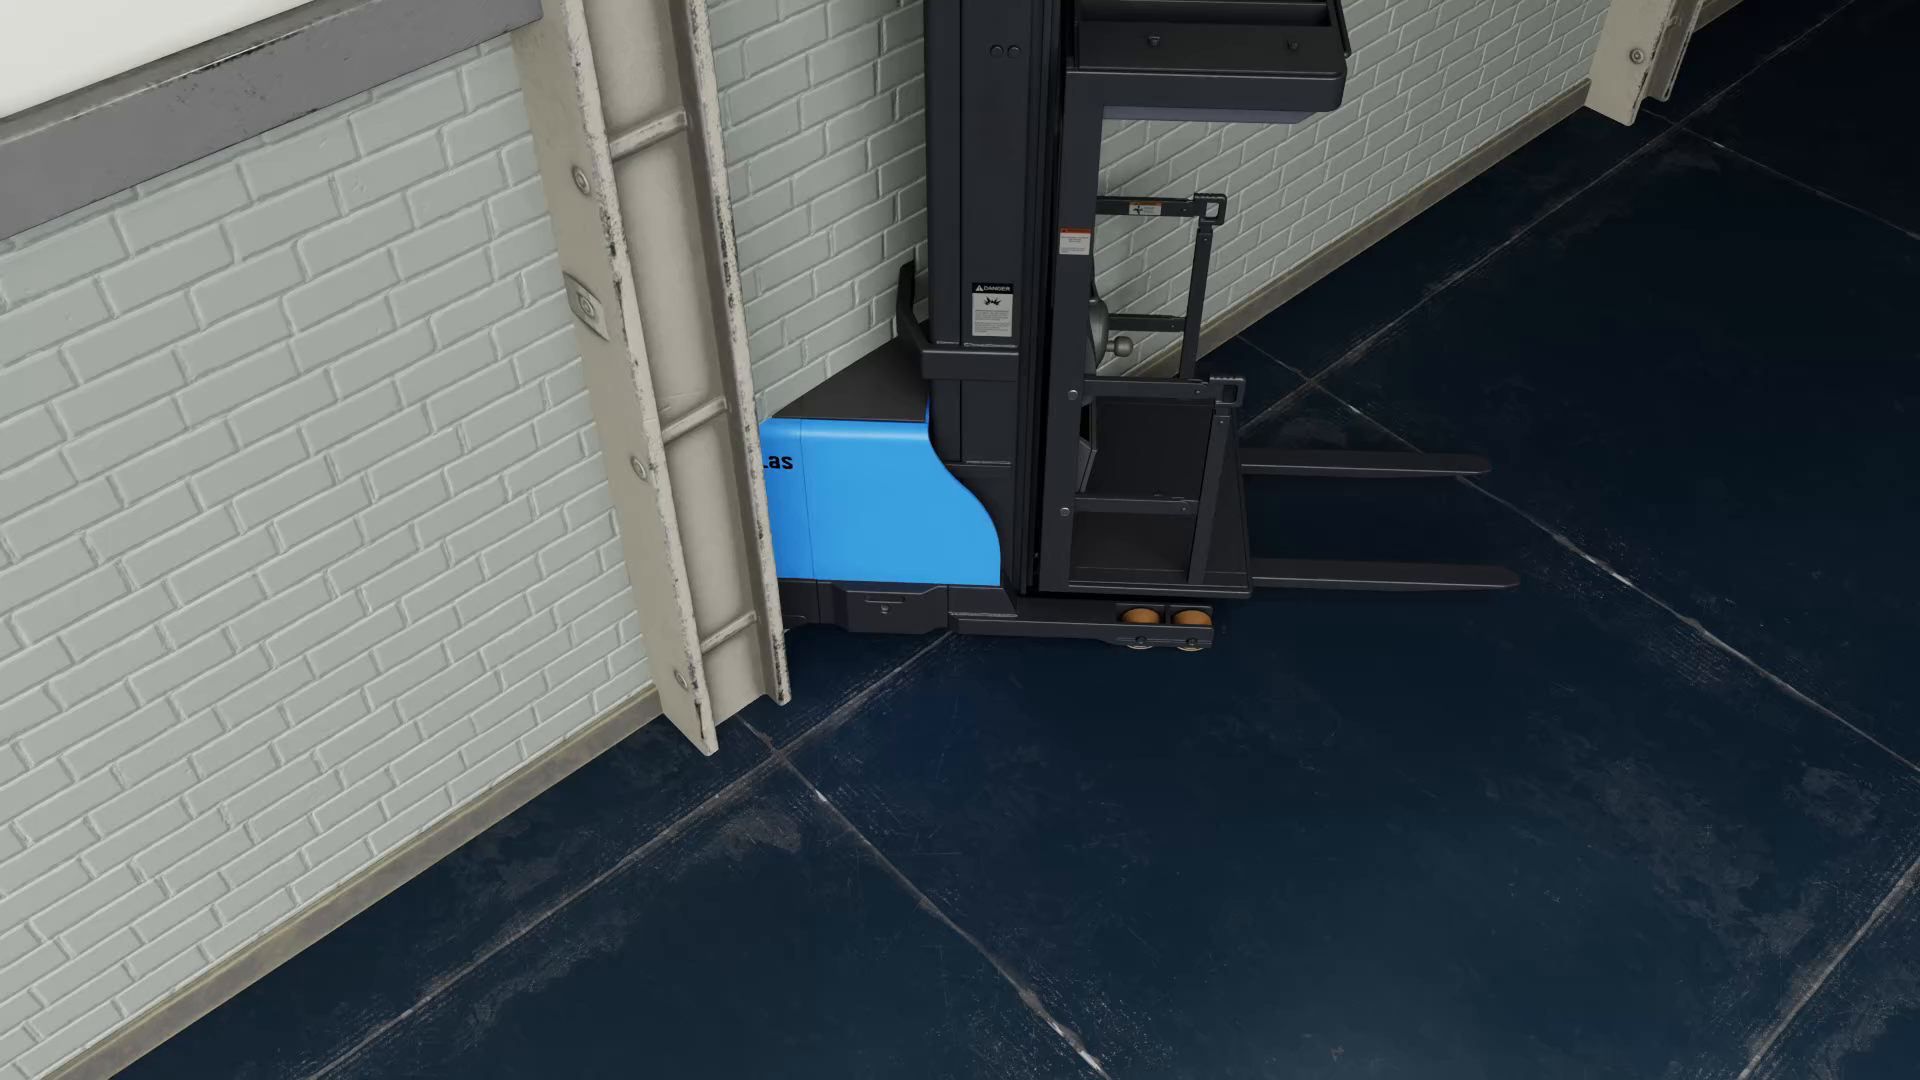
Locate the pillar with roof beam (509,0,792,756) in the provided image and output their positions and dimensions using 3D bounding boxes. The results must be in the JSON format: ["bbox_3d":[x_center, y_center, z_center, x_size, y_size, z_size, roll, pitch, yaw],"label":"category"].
[{"bbox_3d":[2.022,-0.106,0.725,0.400,9.000,9.100,-34,56,-27],"label":"pillar with roof beam"}]

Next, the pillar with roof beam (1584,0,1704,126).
[{"bbox_3d":[6.462,-3.072,3.462,0.400,9.000,9.100,-34,56,-27],"label":"pillar with roof beam"}]

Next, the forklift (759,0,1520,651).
[{"bbox_3d":[0.624,-0.973,5.653,3.031,2.935,1.130,2,47,2],"label":"forklift"}]
